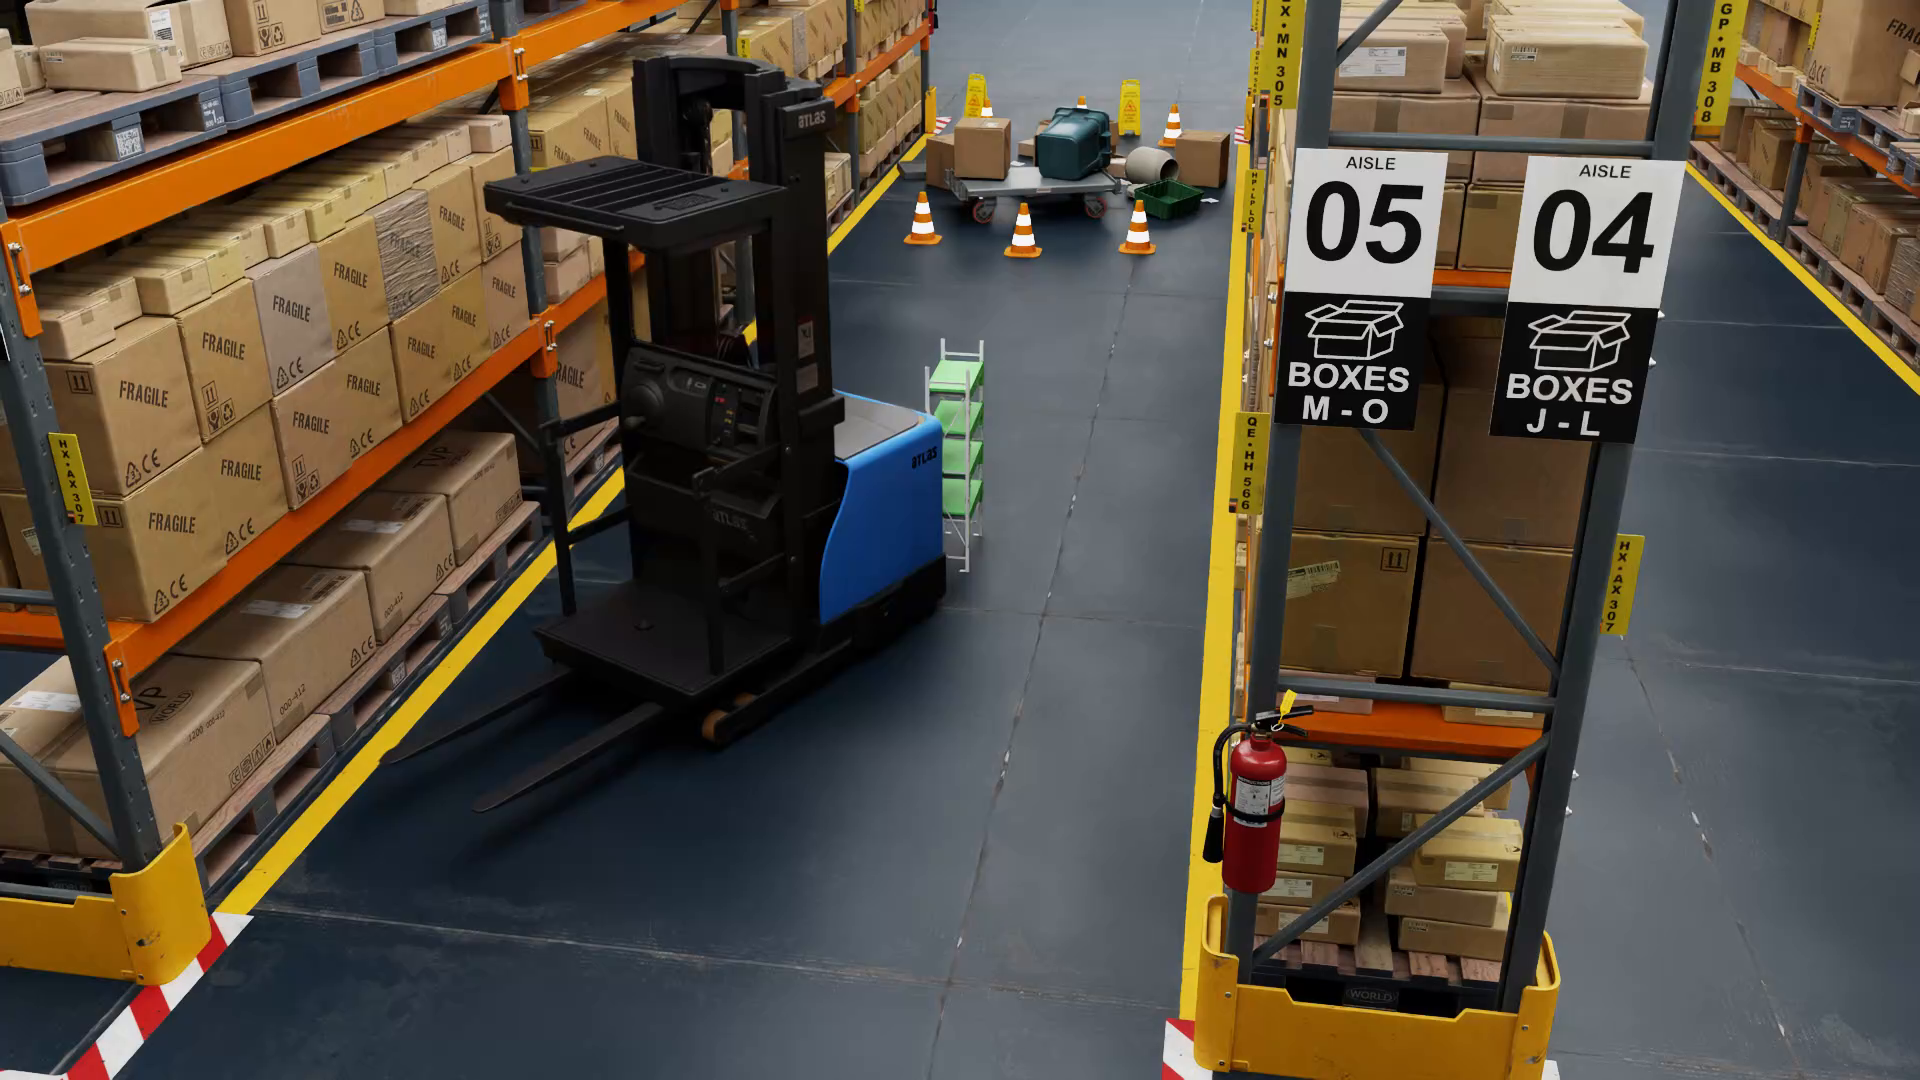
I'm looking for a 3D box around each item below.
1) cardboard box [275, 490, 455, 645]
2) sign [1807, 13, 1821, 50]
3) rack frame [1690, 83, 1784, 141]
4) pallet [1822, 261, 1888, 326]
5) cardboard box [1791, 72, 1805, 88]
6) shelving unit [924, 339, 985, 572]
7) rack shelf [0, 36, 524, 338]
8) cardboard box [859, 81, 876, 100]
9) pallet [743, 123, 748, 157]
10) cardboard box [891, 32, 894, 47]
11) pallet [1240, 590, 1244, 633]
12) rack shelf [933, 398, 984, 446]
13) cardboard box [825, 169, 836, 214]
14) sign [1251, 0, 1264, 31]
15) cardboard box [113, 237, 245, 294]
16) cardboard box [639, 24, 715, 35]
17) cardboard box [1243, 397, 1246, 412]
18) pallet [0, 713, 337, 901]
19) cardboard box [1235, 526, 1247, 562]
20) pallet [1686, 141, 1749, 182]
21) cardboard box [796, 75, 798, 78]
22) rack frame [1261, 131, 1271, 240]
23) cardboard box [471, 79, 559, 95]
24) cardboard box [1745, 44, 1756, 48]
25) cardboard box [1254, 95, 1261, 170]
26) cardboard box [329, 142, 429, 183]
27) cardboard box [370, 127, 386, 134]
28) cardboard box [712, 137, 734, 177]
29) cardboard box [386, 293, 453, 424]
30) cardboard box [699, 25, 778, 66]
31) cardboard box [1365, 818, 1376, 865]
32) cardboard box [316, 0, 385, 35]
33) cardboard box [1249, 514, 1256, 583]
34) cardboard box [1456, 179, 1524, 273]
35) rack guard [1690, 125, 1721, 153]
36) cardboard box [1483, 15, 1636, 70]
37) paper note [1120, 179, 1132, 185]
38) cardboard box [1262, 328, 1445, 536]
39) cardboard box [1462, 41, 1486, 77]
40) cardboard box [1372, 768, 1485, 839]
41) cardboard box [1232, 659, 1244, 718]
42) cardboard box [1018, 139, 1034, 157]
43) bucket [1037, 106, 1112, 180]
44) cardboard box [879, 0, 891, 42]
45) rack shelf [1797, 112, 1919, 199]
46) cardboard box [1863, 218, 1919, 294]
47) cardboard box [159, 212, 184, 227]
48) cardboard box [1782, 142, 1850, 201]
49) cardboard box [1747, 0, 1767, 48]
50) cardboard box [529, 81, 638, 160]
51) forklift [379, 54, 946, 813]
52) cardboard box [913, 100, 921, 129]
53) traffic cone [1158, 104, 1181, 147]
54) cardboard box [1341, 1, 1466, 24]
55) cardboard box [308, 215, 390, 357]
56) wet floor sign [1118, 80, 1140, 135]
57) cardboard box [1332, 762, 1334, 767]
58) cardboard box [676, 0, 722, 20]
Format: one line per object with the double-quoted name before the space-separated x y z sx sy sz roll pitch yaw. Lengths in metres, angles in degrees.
"cardboard box" -3.194 0.114 8.496 0.875 0.438 0.875 3 25 7
"sign" 7.707 -4.572 14.958 0.100 0.325 0.005 4 25 9
"rack frame" 8.898 -5.818 18.642 1.000 3.000 0.127 4 25 9
"pallet" 7.921 -2.045 13.870 1.003 0.211 1.213 4 25 9
"cardboard box" 8.139 -4.346 15.793 0.380 0.149 0.250 4 25 9
"shelving unit" -0.027 -0.474 9.348 0.258 1.200 0.503 4 25 9
"rack shelf" -3.167 -1.682 7.116 1.077 0.370 4.000 4 25 9
"cardboard box" -1.090 -4.687 17.322 0.380 0.149 0.250 4 25 9
"pallet" -2.175 -3.378 13.654 1.213 0.211 1.003 4 25 9
"cardboard box" -0.933 -5.470 18.193 0.380 0.149 0.250 4 25 8
"pallet" 1.985 0.361 8.730 1.003 0.211 1.213 4 25 9
"rack shelf" -0.027 -0.634 9.273 0.258 0.148 0.480 4 25 9
"cardboard box" -1.730 -3.312 15.891 0.950 0.372 0.625 6 26 12
"sign" 2.819 -4.997 15.773 0.100 0.325 0.005 4 25 9
"cardboard box" -3.009 -1.061 6.416 0.380 0.149 0.250 3 25 7
"cardboard box" -2.313 -3.956 13.698 0.500 0.500 0.500 4 25 8
"cardboard box" 1.932 -0.571 9.884 0.500 0.500 0.500 4 25 8
"pallet" -3.441 1.110 7.130 1.003 0.211 1.213 4 25 9
"cardboard box" 1.683 0.046 8.982 0.380 0.149 0.250 3 25 6
"pallet" 8.718 -4.186 18.445 1.003 0.211 1.213 4 25 9
"cardboard box" -1.638 -4.031 14.625 0.380 0.149 0.250 5 26 10
"rack frame" 2.060 -1.185 8.744 1.000 3.000 0.127 4 25 9
"cardboard box" -2.836 -2.616 10.503 0.500 0.500 0.500 5 26 10
"cardboard box" 8.418 -5.079 17.358 0.380 0.149 0.250 4 25 9
"cardboard box" 2.522 -3.111 12.739 0.500 0.500 0.500 4 25 9
"cardboard box" -2.801 -1.814 8.024 0.380 0.149 0.250 4 25 8
"cardboard box" -3.174 -2.056 8.541 0.380 0.149 0.250 4 25 9
"cardboard box" -2.013 -2.862 12.502 0.500 0.250 0.500 3 25 7
"cardboard box" -2.810 -0.893 8.001 0.500 0.500 0.500 4 25 8
"cardboard box" -1.807 -3.920 13.622 0.500 0.500 0.500 5 26 11
"cardboard box" 1.803 1.172 6.575 0.380 0.149 0.250 4 25 9
"cardboard box" -3.029 -2.561 7.409 0.797 0.503 0.637 6 26 13
"cardboard box" 1.315 -0.113 5.985 0.500 0.500 0.500 4 25 8
"cardboard box" 1.732 -0.973 4.930 0.500 0.250 0.500 5 26 10
"rack guard" 8.885 -4.655 19.104 1.175 0.500 0.348 4 25 9
"cardboard box" 1.743 -1.435 4.856 0.380 0.149 0.250 5 26 11
"paper note" 1.784 -3.878 18.008 0.172 0.023 0.155 13 28 26
"cardboard box" 1.235 -0.354 5.320 0.500 0.500 0.500 4 25 7
"cardboard box" 1.818 -1.414 5.281 0.500 0.250 0.500 4 25 8
"cardboard box" 1.753 1.000 6.242 0.380 0.149 0.250 4 25 9
"cardboard box" 1.351 0.642 7.007 0.380 0.149 0.250 5 26 10
"cardboard box" 0.900 -4.526 19.244 0.380 0.149 0.250 19 31 35
"bucket" 1.115 -3.954 16.727 0.726 0.611 0.620 13 38 26
"cardboard box" -1.032 -5.597 17.701 0.500 0.500 0.500 4 25 8
"rack shelf" 7.917 -2.983 13.434 1.077 0.370 4.000 4 25 9
"cardboard box" 7.844 -2.292 13.537 0.700 0.500 0.500 6 26 13
"cardboard box" -3.478 -1.307 6.941 0.380 0.149 0.250 5 25 10
"cardboard box" 8.435 -3.608 16.373 0.500 0.500 0.500 13 28 25
"cardboard box" 8.693 -5.347 17.166 0.875 0.500 0.500 4 25 9
"cardboard box" -2.344 -2.573 10.411 0.500 0.500 0.500 3 25 7
"forklift" -1.351 -0.606 7.588 1.130 2.935 3.031 17 30 32
"cardboard box" -0.750 -5.083 19.819 0.500 0.250 0.500 4 25 8
"traffic cone" 2.533 -4.932 19.740 0.336 0.463 0.334 4 25 9
"cardboard box" 1.349 -1.573 5.152 0.380 0.149 0.250 3 25 7
"cardboard box" -2.900 -1.134 7.336 0.500 0.500 0.500 4 25 9
"wet floor sign" 2.072 -5.287 20.285 0.267 0.644 0.232 0 25 -1
"cardboard box" 1.294 0.996 6.601 0.380 0.149 0.250 3 25 6
"cardboard box" -2.197 -4.527 14.154 0.380 0.149 0.250 3 25 6
